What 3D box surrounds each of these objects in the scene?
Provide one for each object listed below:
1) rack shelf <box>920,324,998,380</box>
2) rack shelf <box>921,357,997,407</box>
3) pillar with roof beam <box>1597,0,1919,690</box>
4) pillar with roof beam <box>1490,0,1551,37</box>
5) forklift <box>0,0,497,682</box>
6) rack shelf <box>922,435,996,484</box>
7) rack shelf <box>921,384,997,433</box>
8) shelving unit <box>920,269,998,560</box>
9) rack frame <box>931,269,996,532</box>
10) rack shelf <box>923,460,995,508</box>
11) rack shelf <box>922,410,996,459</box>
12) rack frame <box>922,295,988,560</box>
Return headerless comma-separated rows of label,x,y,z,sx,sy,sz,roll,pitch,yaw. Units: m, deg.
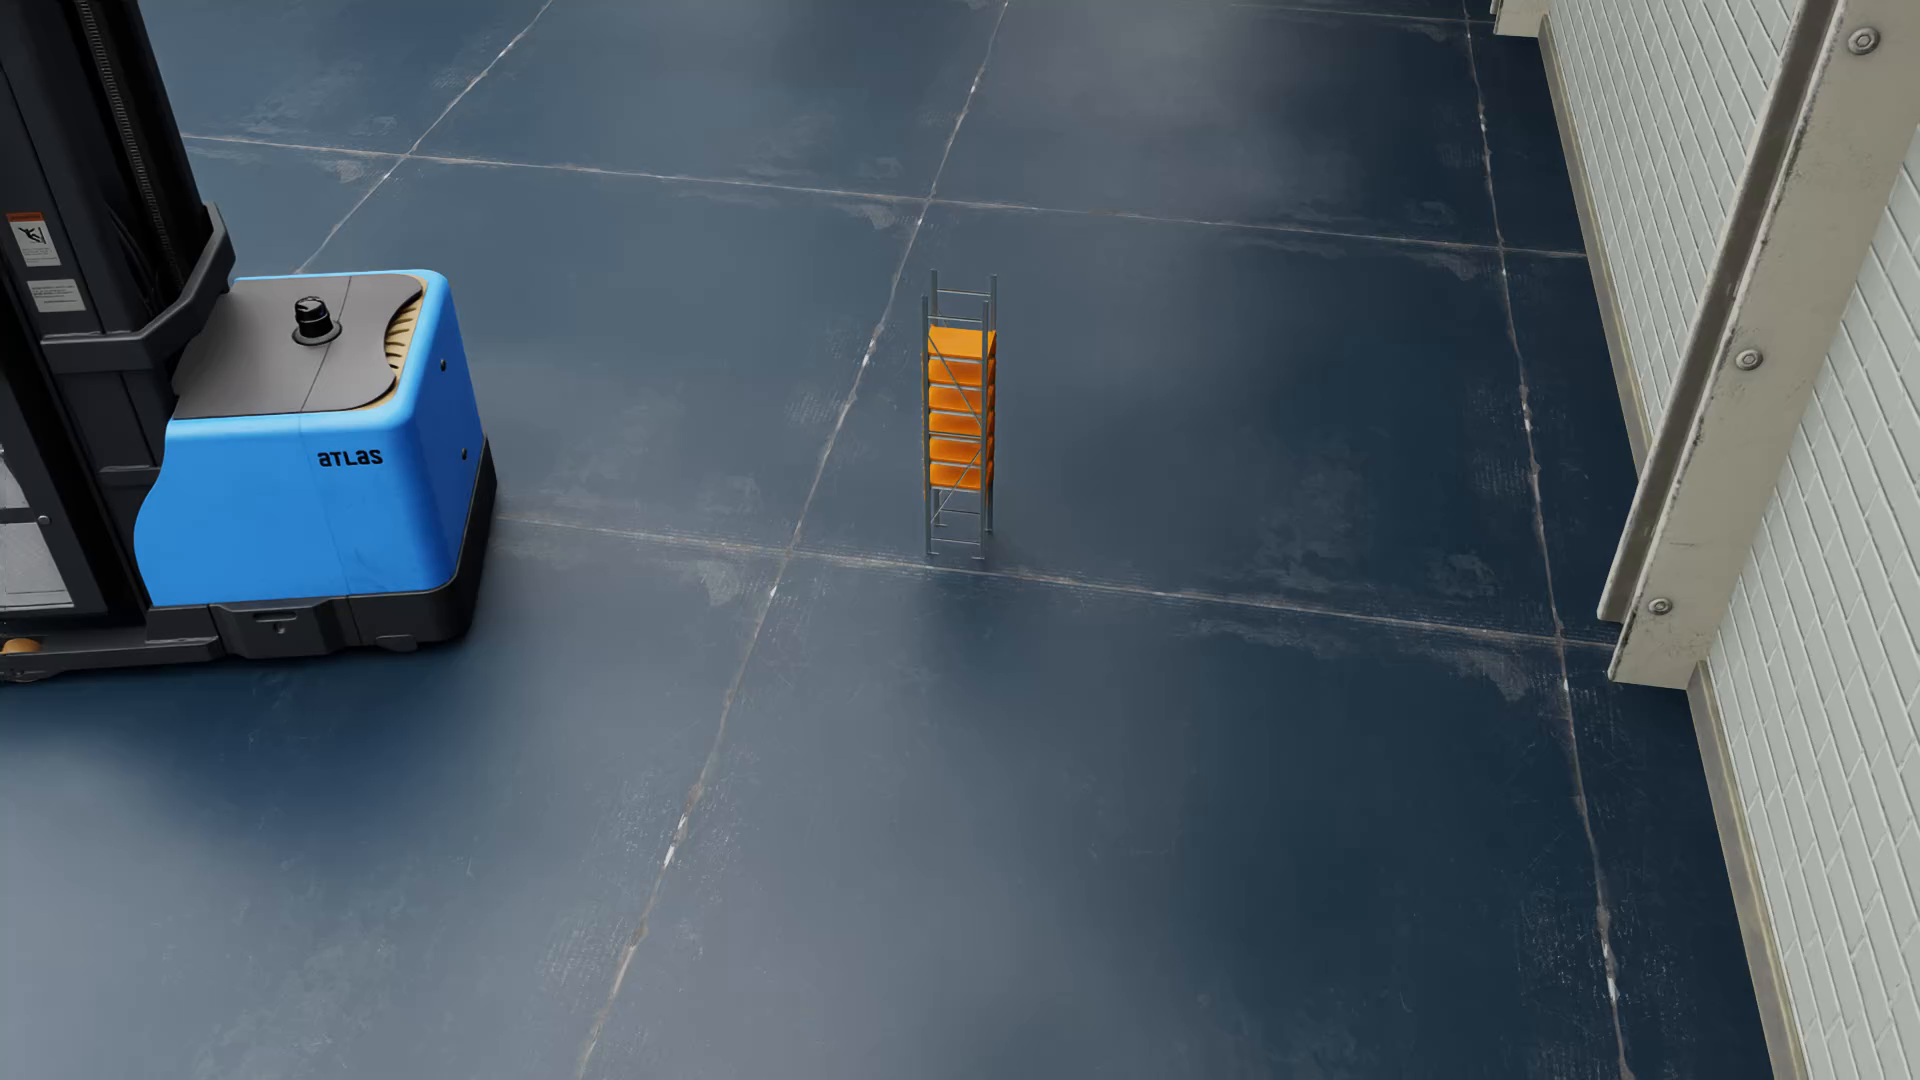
rack shelf,-0.002,-0.697,6.156,0.258,0.103,0.180,6,40,8
rack shelf,-0.002,-0.604,6.232,0.258,0.103,0.180,6,40,8
pillar with roof beam,-1.663,-3.533,3.960,9.100,9.000,0.400,6,40,8
pillar with roof beam,-0.624,-7.298,8.515,9.100,9.000,0.400,6,40,8
forklift,-3.394,-0.949,5.597,3.031,2.935,1.130,-3,40,-4
rack shelf,-0.002,-0.327,6.461,0.258,0.103,0.180,6,40,8
rack shelf,-0.002,-0.512,6.309,0.258,0.103,0.180,6,40,8
shelving unit,-0.002,-0.453,6.357,0.258,1.200,0.189,6,40,8
rack frame,0.013,-0.511,6.426,0.240,1.200,0.006,6,40,8
rack shelf,-0.003,-0.234,6.538,0.258,0.103,0.180,6,40,8
rack shelf,-0.002,-0.419,6.385,0.258,0.103,0.180,6,40,8
rack frame,-0.018,-0.396,6.287,0.240,1.200,0.006,6,40,8
